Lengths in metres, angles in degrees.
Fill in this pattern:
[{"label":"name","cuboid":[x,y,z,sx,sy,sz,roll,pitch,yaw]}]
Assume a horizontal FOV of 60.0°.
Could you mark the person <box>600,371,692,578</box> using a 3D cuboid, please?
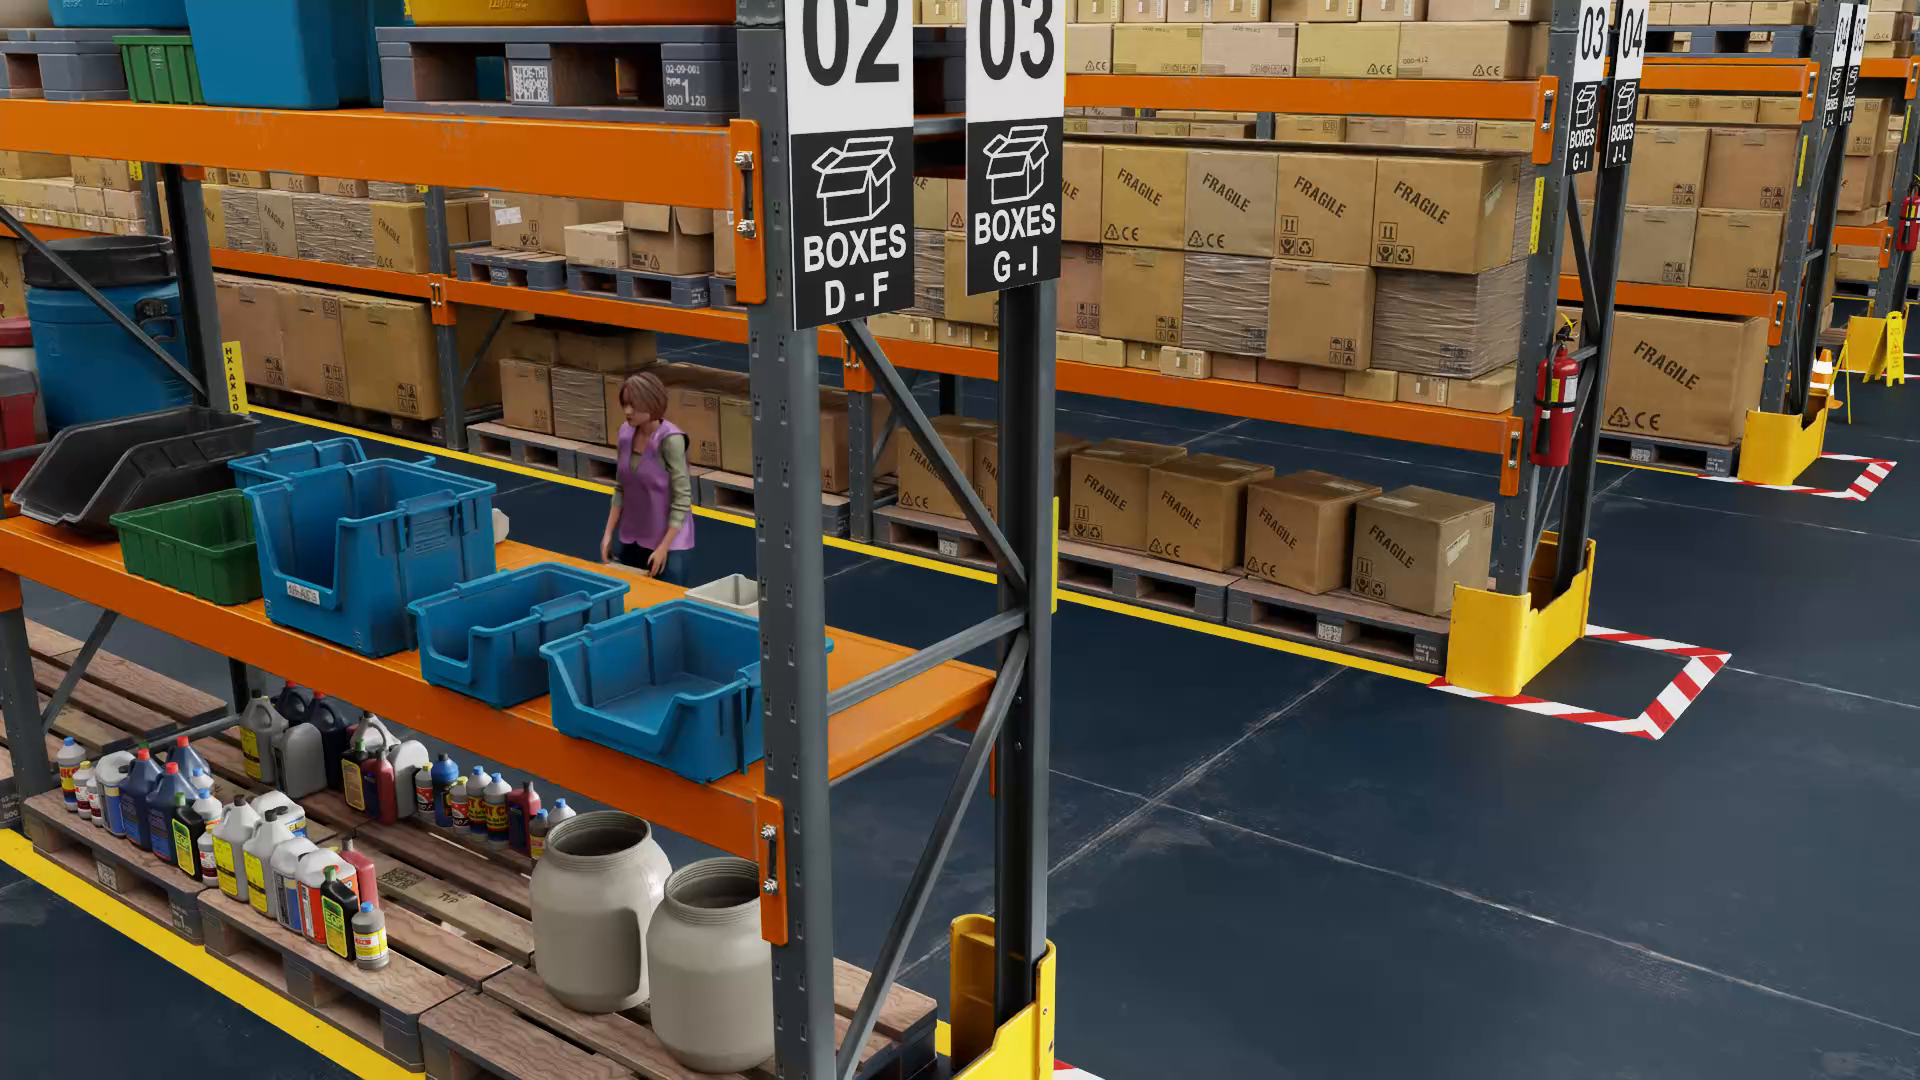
[{"label":"person","cuboid":[-1.379,0.041,7.429,0.447,1.591,0.332,12,20,34]}]
